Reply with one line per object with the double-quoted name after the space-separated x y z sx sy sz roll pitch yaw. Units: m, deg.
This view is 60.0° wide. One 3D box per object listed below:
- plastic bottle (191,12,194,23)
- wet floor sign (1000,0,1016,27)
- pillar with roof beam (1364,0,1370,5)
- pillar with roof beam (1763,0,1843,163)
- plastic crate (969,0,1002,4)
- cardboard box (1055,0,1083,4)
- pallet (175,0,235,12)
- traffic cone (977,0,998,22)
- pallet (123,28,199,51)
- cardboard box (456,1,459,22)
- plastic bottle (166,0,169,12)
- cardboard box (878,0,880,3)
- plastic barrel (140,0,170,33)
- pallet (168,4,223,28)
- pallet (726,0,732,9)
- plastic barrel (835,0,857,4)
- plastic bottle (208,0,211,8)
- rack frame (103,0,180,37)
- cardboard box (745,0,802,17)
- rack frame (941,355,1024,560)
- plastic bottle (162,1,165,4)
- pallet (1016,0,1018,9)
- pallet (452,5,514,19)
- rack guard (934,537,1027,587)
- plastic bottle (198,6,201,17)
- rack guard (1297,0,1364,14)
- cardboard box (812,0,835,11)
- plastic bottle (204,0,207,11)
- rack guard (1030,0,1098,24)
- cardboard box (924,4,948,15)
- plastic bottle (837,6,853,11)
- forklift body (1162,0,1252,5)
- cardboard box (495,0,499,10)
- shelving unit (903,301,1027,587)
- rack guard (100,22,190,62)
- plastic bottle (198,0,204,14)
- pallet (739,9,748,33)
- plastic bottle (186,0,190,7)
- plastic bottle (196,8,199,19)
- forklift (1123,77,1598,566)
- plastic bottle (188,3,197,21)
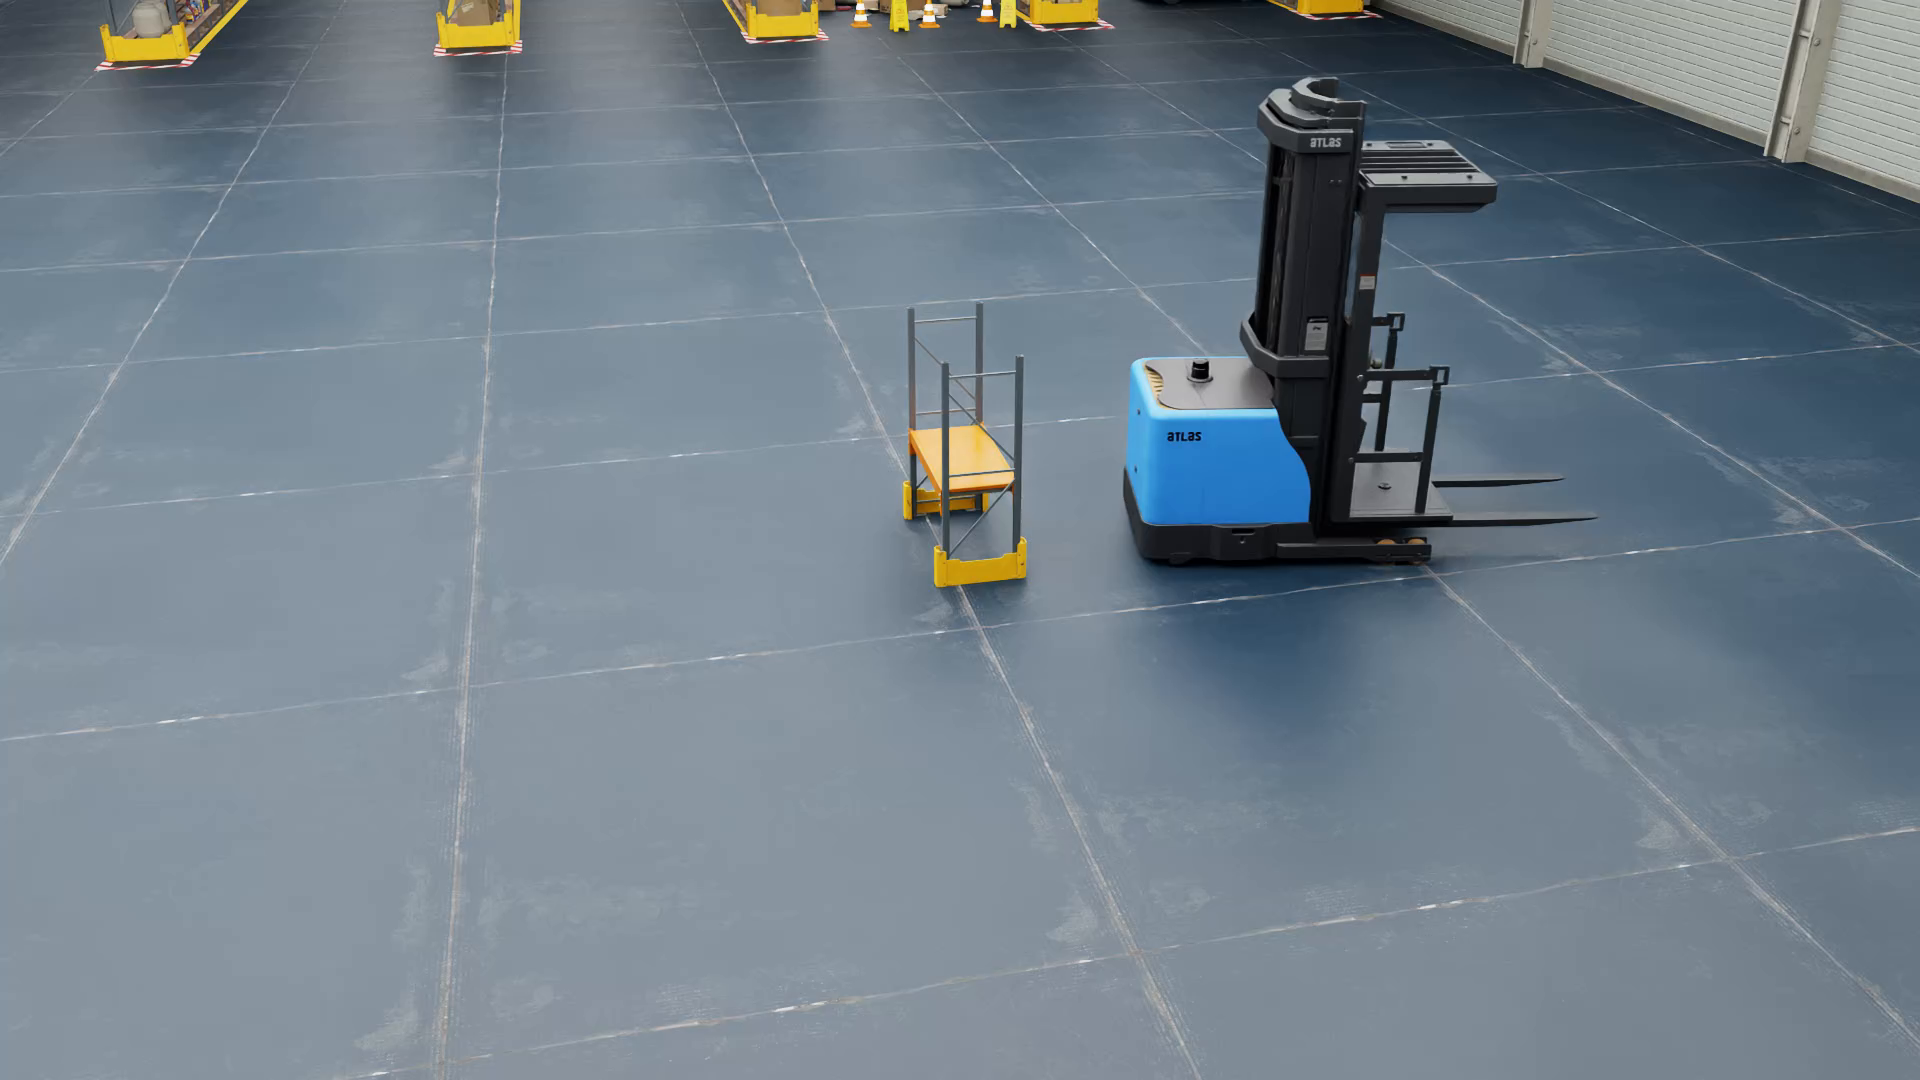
-12.778 -8.688 27.597 0.097 0.201 0.097 0 27 0 "plastic bottle"
0.831 -9.134 28.476 0.267 0.644 0.232 3 27 6 "wet floor sign"
3.193 -13.521 27.897 9.100 9.000 0.400 -6 27 -12 "pillar with roof beam"
5.897 -8.253 17.460 9.100 9.000 0.400 -6 27 -12 "pillar with roof beam"
0.484 -10.057 30.933 0.402 0.080 0.583 -16 31 -29 "plastic crate"
1.918 -9.719 29.609 0.500 0.250 0.500 -6 27 -12 "cardboard box"
-13.766 -9.719 30.119 1.003 0.211 1.213 -6 27 -12 "pallet"
0.477 -9.302 29.012 0.336 0.463 0.334 -6 27 -12 "traffic cone"
-12.891 -8.008 26.729 1.003 0.211 1.213 -6 27 -12 "pallet"
-8.117 -8.977 27.861 0.500 0.500 0.500 1 27 2 "cardboard box"
-13.633 -9.256 28.556 0.144 0.351 0.185 -6 27 -12 "plastic bottle"
-1.251 -10.247 30.688 0.797 0.637 0.503 -6 27 -12 "cardboard box"
-12.986 -8.446 26.795 0.421 0.512 0.421 0 27 0 "plastic barrel"
-13.441 -9.080 28.851 1.003 0.211 1.213 -6 27 -12 "pallet"
-3.775 -9.999 30.673 1.003 0.211 1.213 -6 27 -12 "pallet"
-2.120 -10.093 30.624 0.512 0.421 0.421 13 30 24 "plastic barrel"
-13.122 -9.430 28.976 0.061 0.283 0.133 -5 27 -9 "plastic bottle"
-12.650 -8.868 25.336 1.000 3.000 0.127 -6 27 -12 "rack frame"
-3.186 -9.360 28.203 0.875 0.875 0.875 -6 27 -11 "cardboard box"
0.134 -0.409 10.242 0.500 1.500 0.032 -6 27 -12 "rack frame"
-13.497 -8.964 28.062 0.152 0.276 0.135 -6 27 -12 "plastic bottle"
1.394 -10.060 30.793 1.003 0.211 1.213 -6 27 -12 "pallet"
-8.262 -9.054 28.800 1.003 0.211 1.213 -6 27 -12 "pallet"
0.129 0.141 10.541 0.587 0.250 0.087 -6 27 -12 "rack guard"
-12.923 -8.970 28.157 0.097 0.201 0.097 0 27 0 "plastic bottle"
6.671 -9.756 29.871 1.175 0.500 0.348 -6 27 -12 "rack guard"
-2.521 -9.894 30.141 0.500 0.500 0.500 -1 27 -3 "cardboard box"
-13.082 -9.300 28.644 0.144 0.351 0.185 -7 28 -14 "plastic bottle"
1.814 -9.294 28.956 1.175 0.500 0.348 -6 27 -12 "rack guard"
-0.433 -9.474 29.702 0.380 0.149 0.250 8 28 15 "cardboard box"
-2.078 -9.628 30.104 0.283 0.061 0.133 -16 31 -29 "plastic bottle"
4.461 -11.151 30.802 2.313 2.155 1.214 -6 27 -12 "forklift body"
-8.322 -9.503 28.904 0.500 0.500 0.500 -8 28 -16 "cardboard box"
0.017 -0.636 10.692 0.587 1.500 1.083 -6 27 -12 "shelving unit"
-12.713 -7.780 25.956 1.175 0.500 0.348 -6 27 -12 "rack guard"
-13.009 -9.158 28.363 0.144 0.351 0.185 -6 27 -12 "plastic bottle"
-3.226 -8.928 28.551 1.003 0.211 1.213 -6 27 -12 "pallet"
-13.080 -9.045 28.214 0.061 0.283 0.133 -6 27 -12 "plastic bottle"
-12.877 -8.880 27.978 0.097 0.201 0.097 0 27 0 "plastic bottle"
2.659 -1.382 10.582 3.031 2.935 1.130 -1 27 -2 "forklift"
-12.832 -8.824 27.790 0.097 0.271 0.097 0 27 0 "plastic bottle"
